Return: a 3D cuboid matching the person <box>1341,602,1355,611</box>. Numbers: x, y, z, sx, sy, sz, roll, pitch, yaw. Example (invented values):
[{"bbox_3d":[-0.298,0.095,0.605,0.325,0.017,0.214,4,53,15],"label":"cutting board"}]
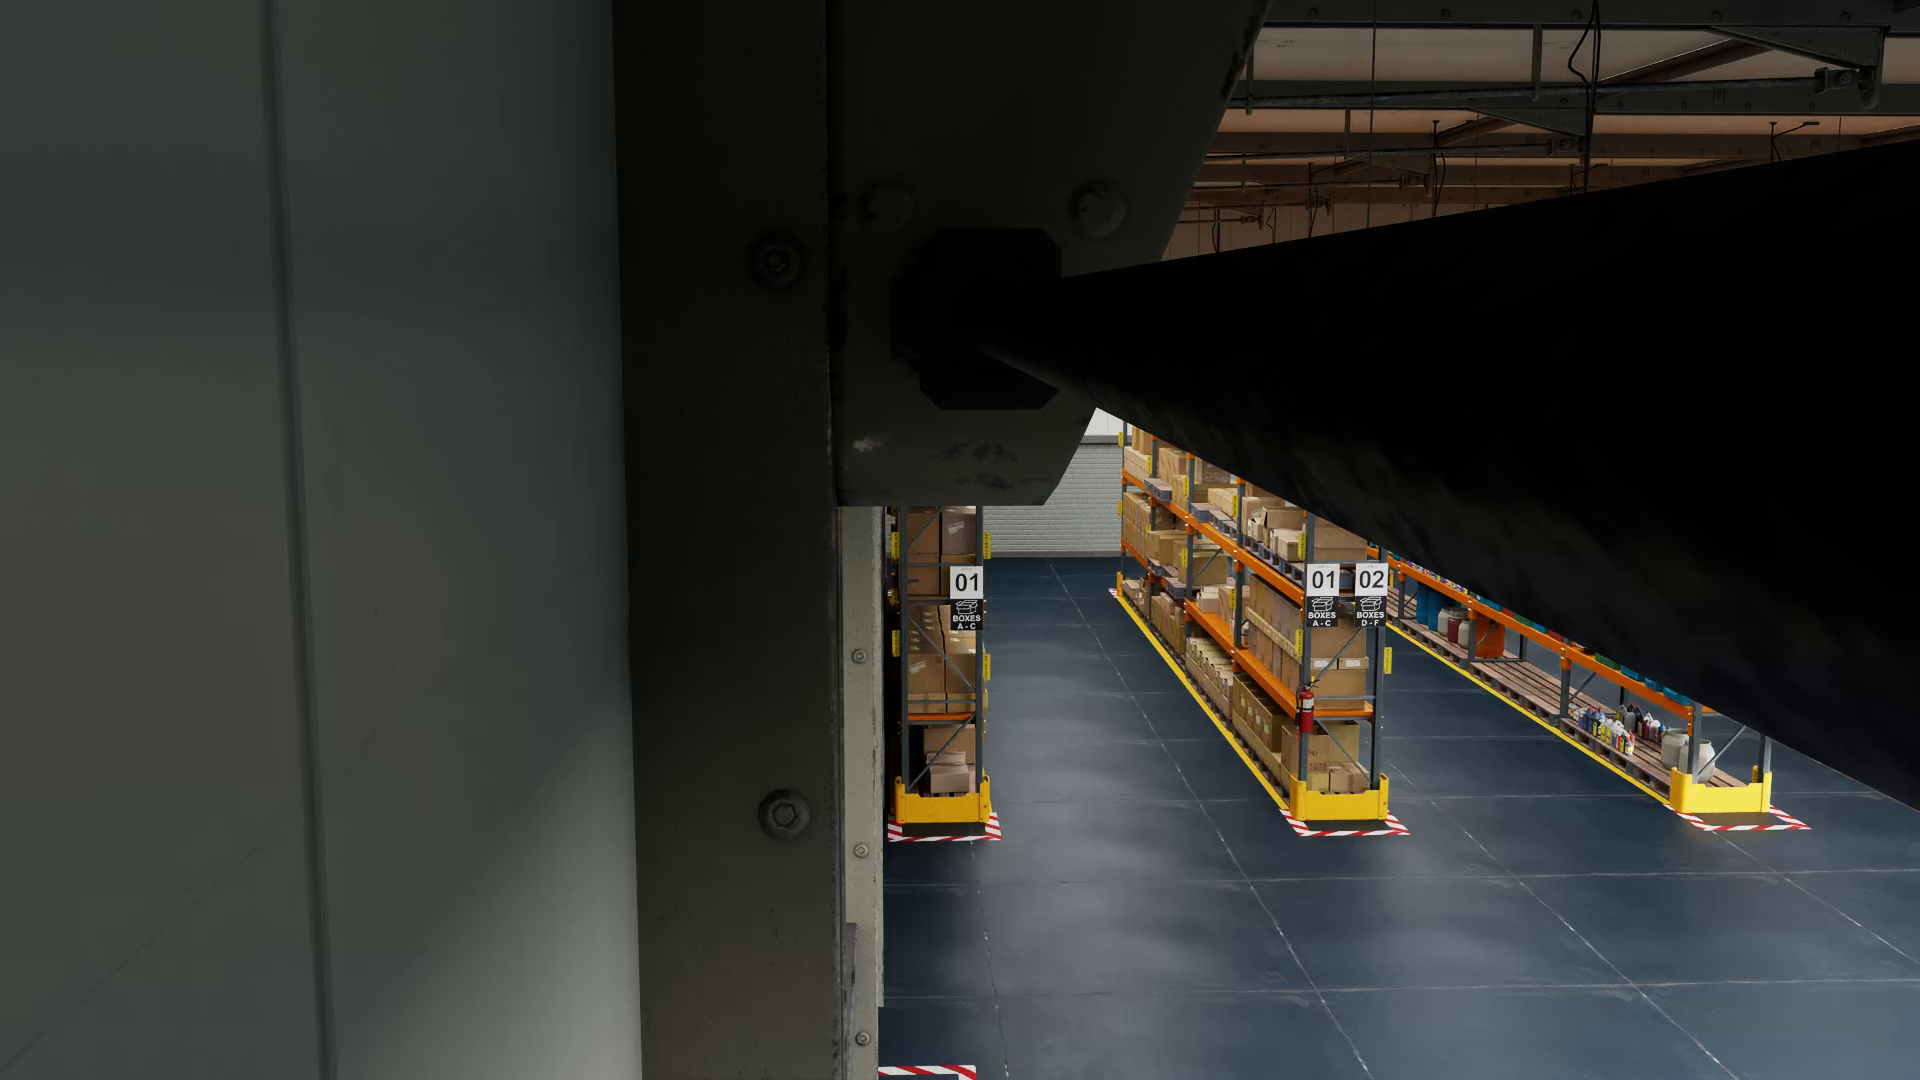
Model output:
[{"bbox_3d":[6.894,1.261,29.858,0.666,1.847,0.937,-2,8,-15],"label":"person"}]
